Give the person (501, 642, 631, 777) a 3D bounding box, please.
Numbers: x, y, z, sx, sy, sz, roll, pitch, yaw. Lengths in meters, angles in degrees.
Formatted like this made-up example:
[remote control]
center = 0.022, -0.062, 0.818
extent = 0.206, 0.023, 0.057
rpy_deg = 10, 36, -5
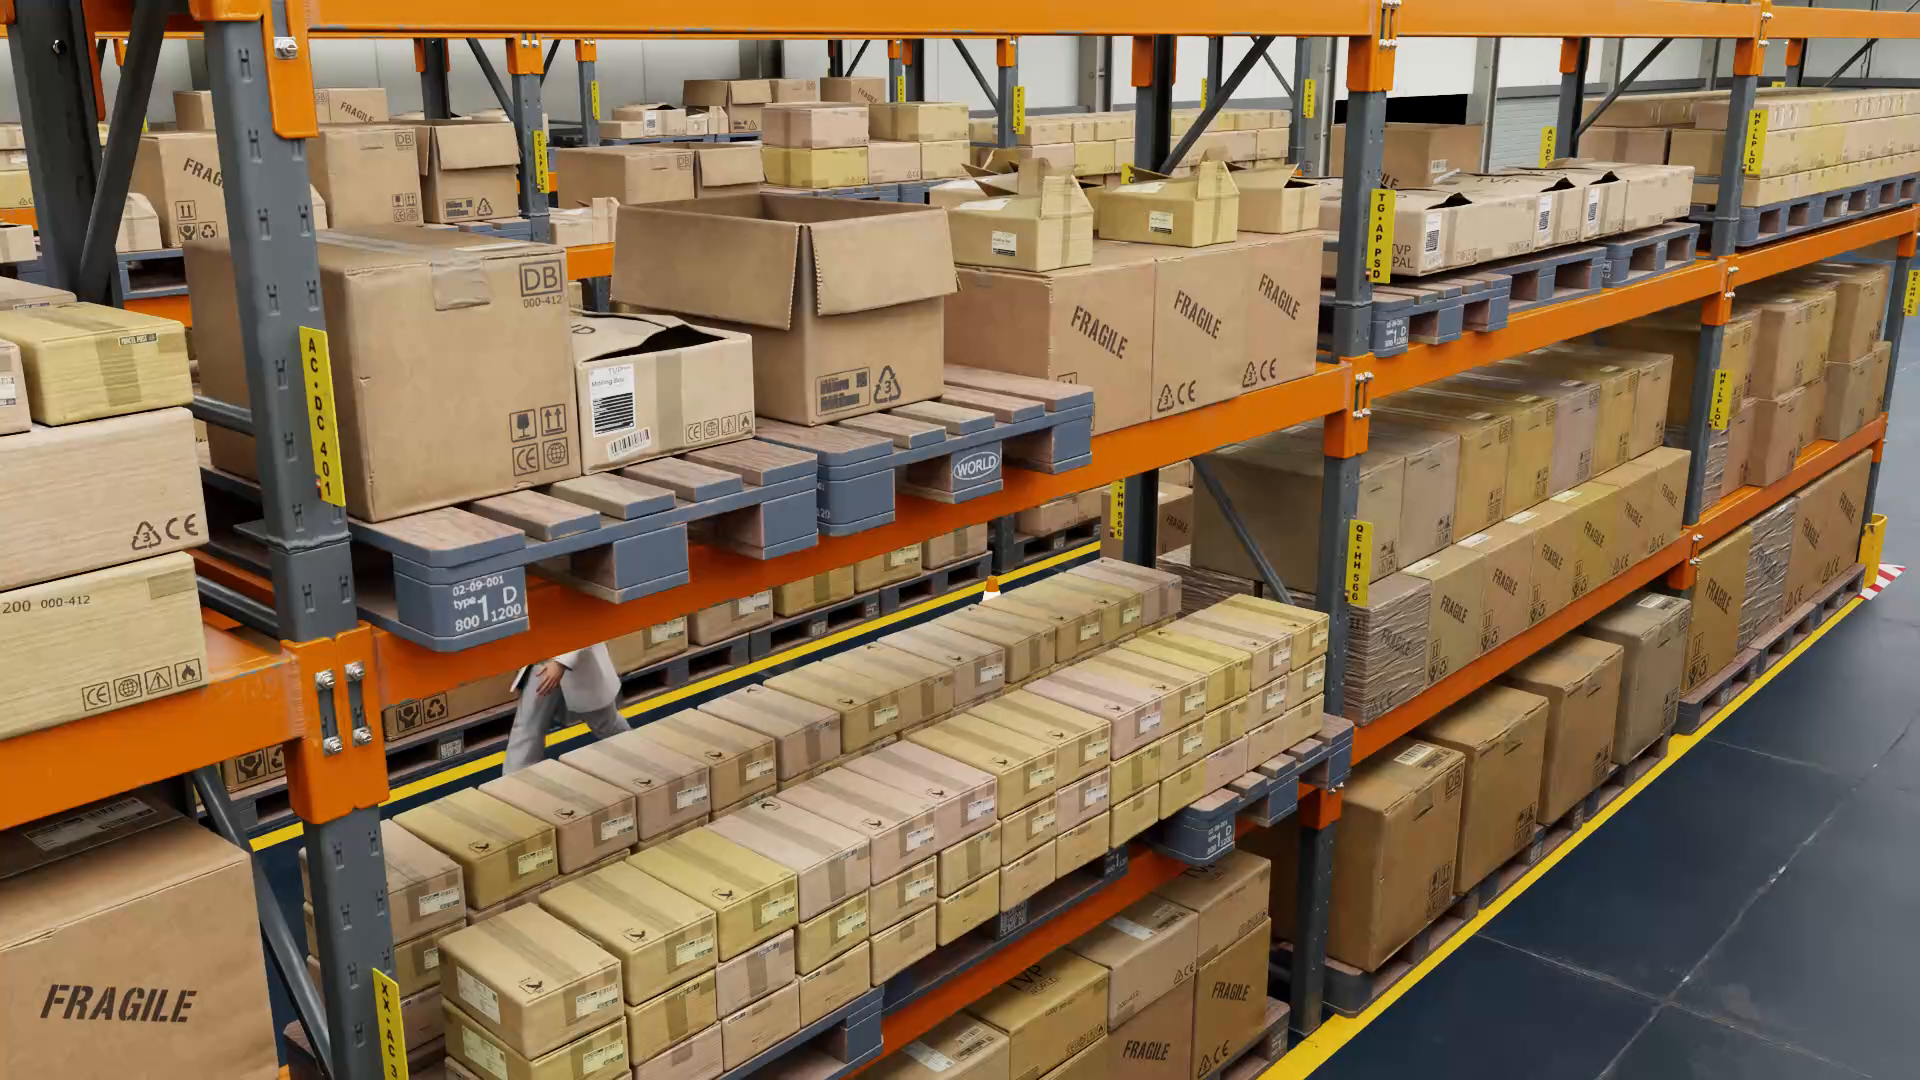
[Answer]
[person]
center = -2.081, 0.612, 8.507
extent = 0.601, 1.724, 1.084
rpy_deg = 14, 22, 39
